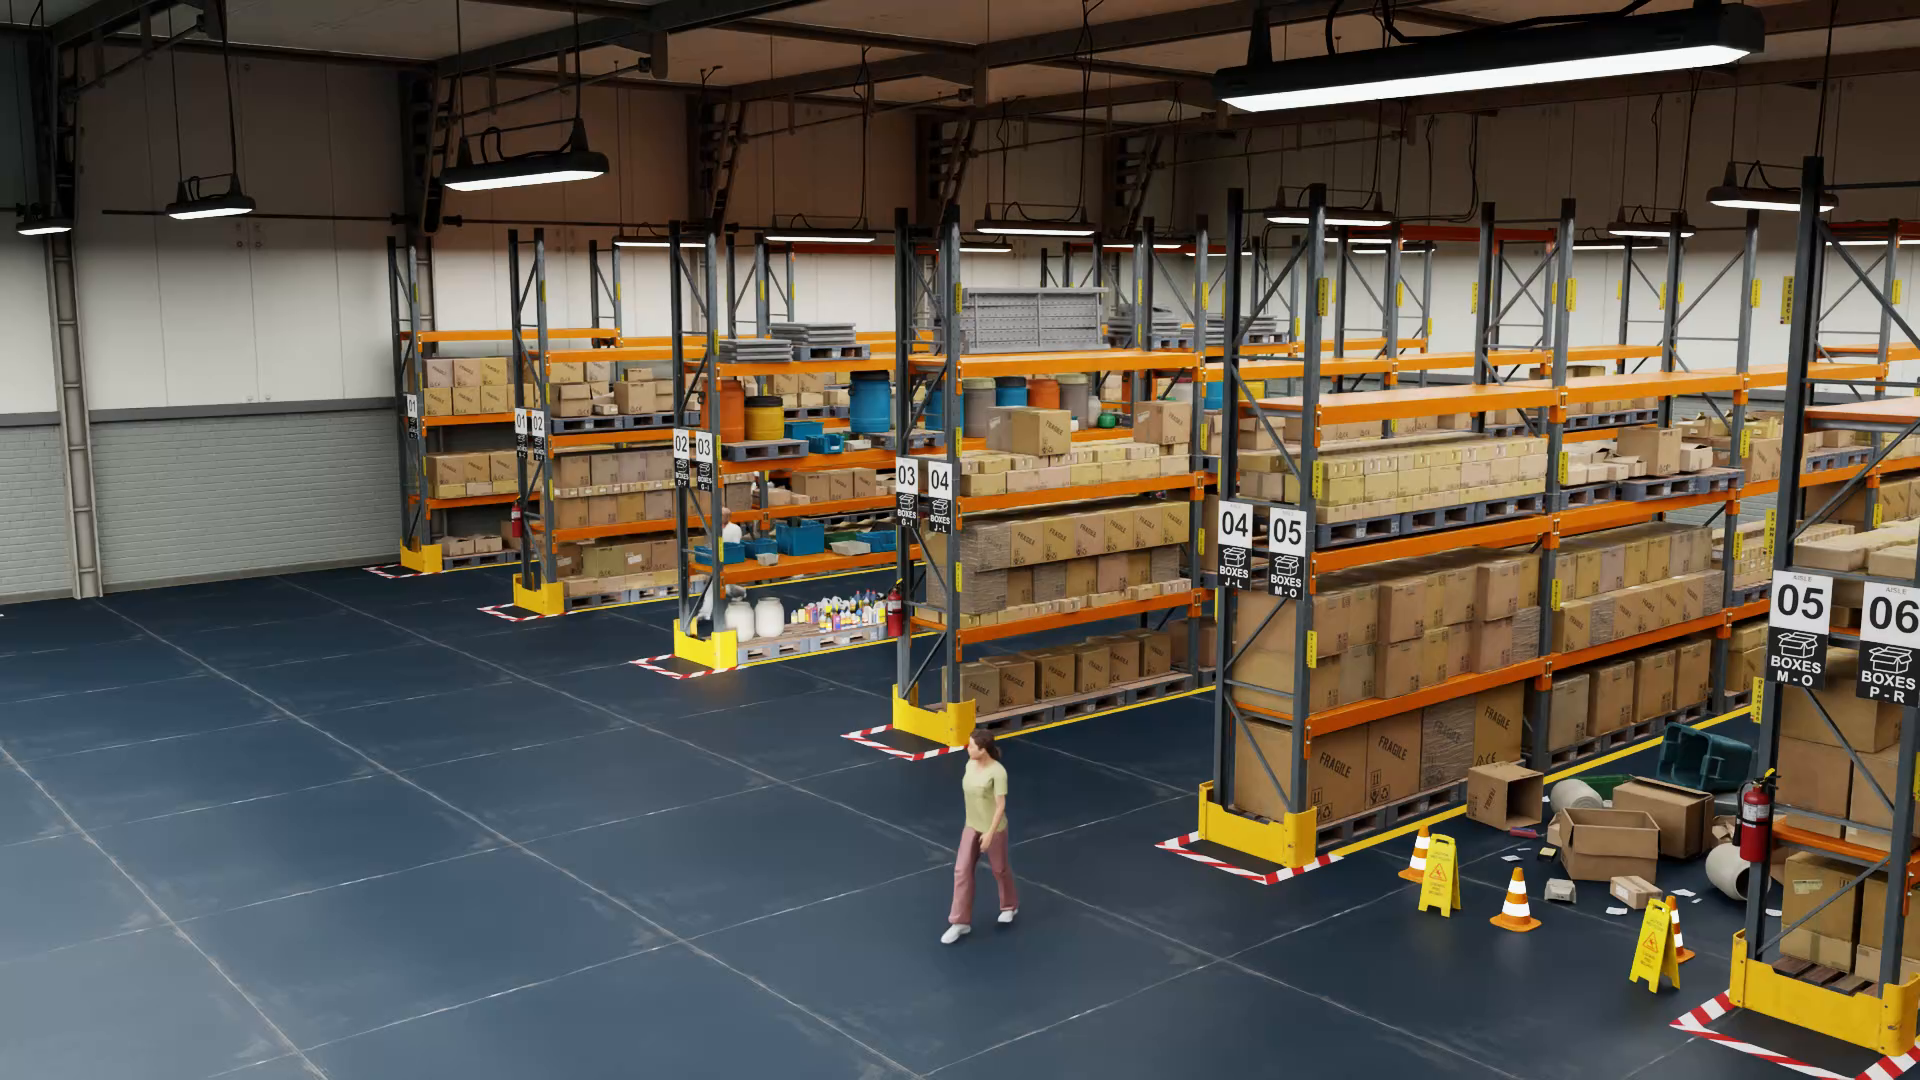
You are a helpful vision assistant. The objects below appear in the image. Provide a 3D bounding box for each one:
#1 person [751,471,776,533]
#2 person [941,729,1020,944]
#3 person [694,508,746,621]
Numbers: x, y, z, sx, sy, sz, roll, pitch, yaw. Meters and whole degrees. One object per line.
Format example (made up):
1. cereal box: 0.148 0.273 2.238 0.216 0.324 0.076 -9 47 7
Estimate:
1. person: -3.652 -0.509 31.468 0.644 1.730 0.683 8 12 42
2. person: 0.165 2.317 13.273 0.474 1.650 0.869 7 11 38
3. person: -3.638 0.360 25.521 0.599 1.702 1.115 3 9 20
